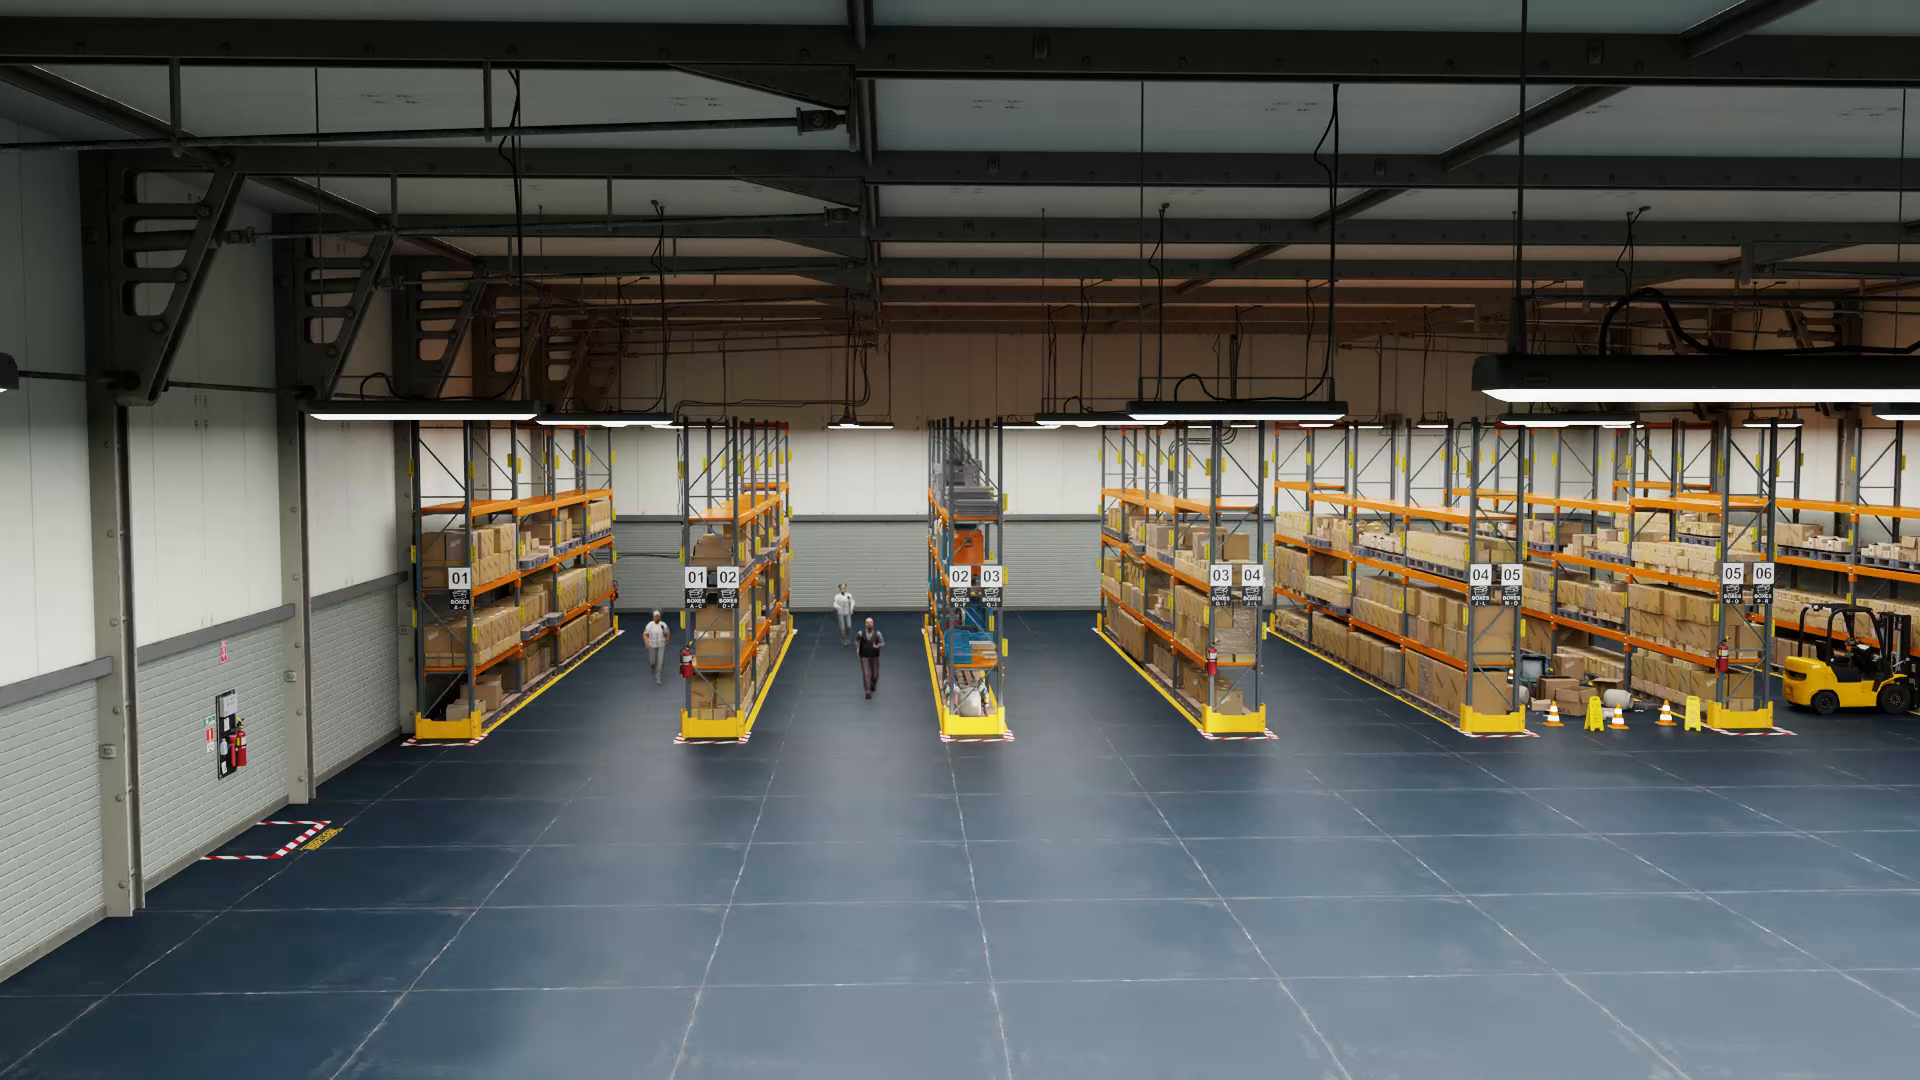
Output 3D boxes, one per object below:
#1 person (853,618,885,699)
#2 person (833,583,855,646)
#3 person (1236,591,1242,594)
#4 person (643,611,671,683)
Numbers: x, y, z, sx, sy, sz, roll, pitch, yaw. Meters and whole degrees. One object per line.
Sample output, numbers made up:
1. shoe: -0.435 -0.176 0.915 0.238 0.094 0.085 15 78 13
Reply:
1. person: -1.949 2.532 35.759 0.667 1.699 0.915 0 4 -7
2. person: -3.085 1.991 44.377 0.588 1.686 0.652 -1 4 -9
3. person: 8.026 1.727 48.465 0.746 1.694 0.623 3 5 42
4. person: -6.928 2.438 38.050 0.616 1.630 0.612 -1 4 -12
